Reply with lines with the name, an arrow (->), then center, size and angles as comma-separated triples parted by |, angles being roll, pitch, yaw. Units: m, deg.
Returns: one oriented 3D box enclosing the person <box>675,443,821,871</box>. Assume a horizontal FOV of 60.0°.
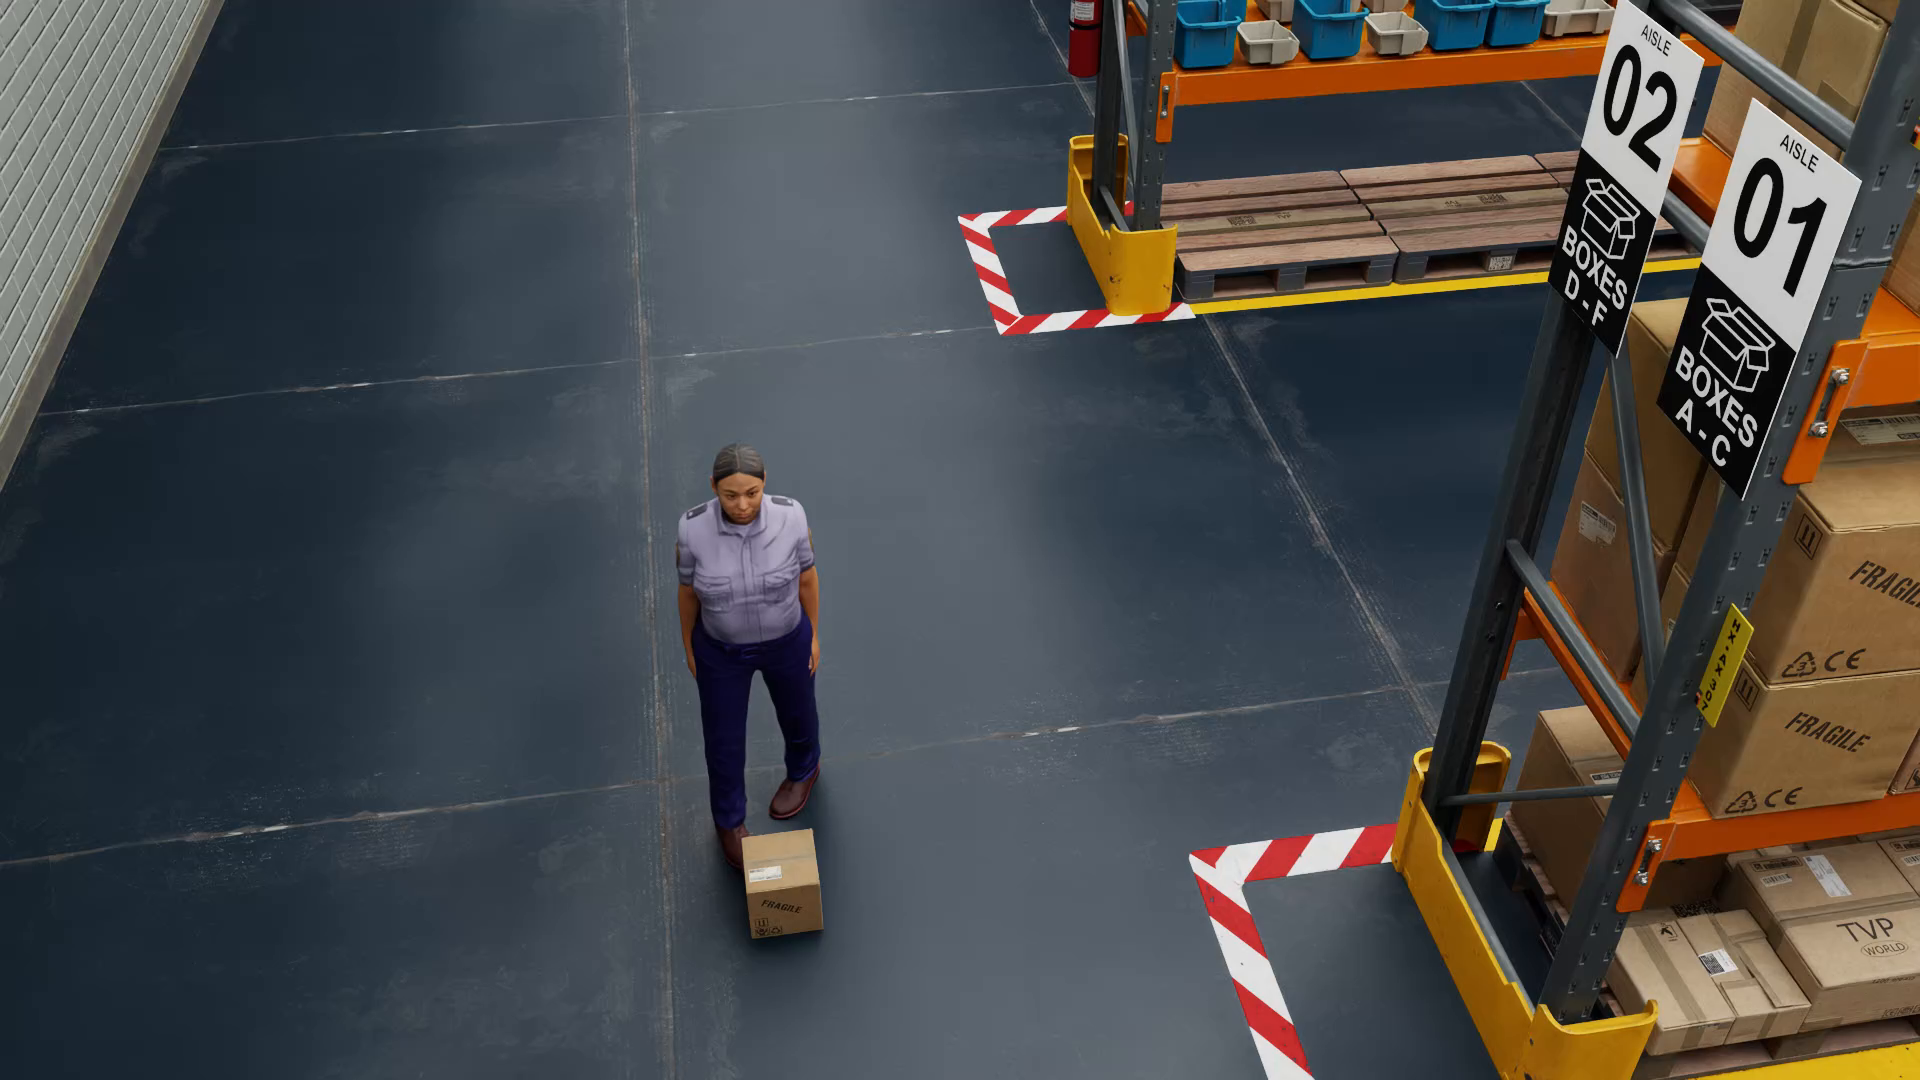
person -> -0.697, 0.400, 5.676 | 0.477, 1.656, 0.502 | -7, 39, -8
